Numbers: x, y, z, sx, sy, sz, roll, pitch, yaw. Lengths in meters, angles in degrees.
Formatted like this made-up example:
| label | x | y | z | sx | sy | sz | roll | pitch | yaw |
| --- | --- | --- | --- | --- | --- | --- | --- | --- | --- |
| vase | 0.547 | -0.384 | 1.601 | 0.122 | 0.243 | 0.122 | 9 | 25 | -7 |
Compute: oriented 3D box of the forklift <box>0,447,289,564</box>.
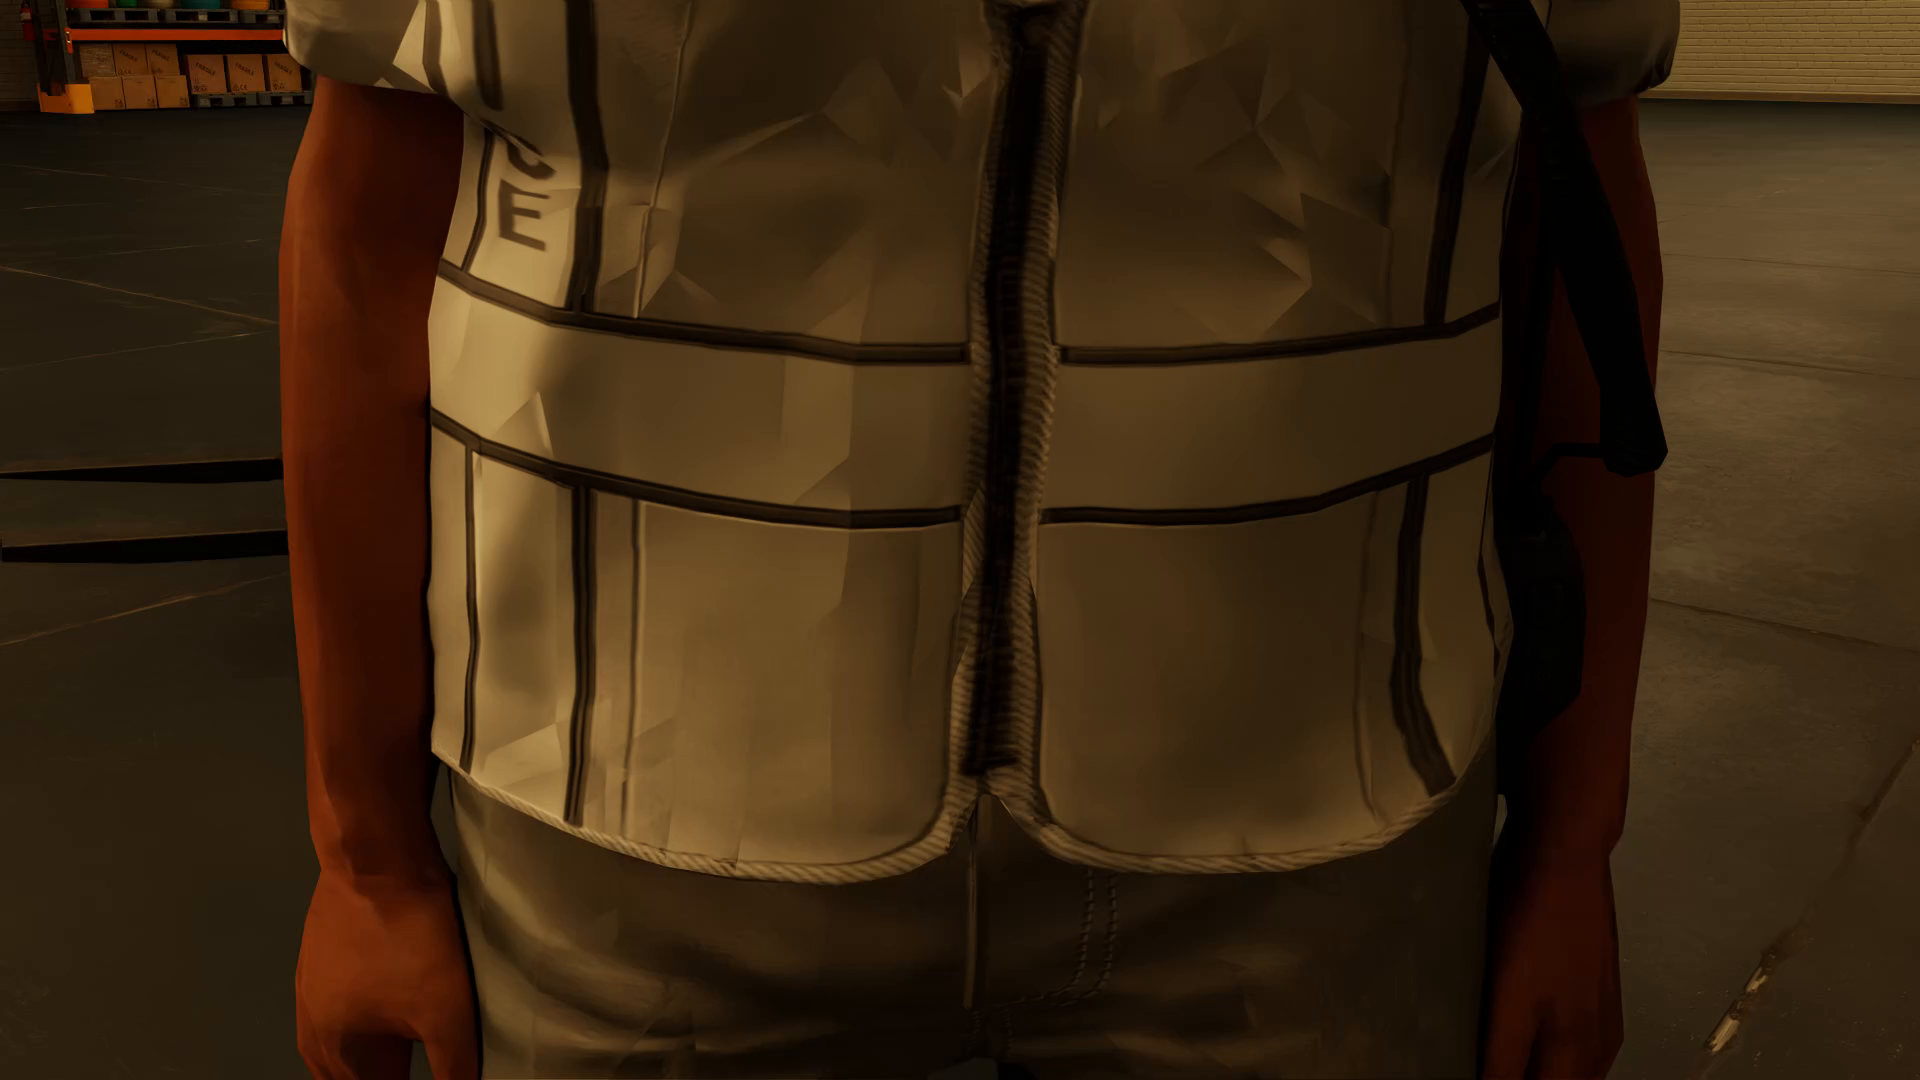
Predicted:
| label | x | y | z | sx | sy | sz | roll | pitch | yaw |
| --- | --- | --- | --- | --- | --- | --- | --- | --- | --- |
| forklift | -0.604 | -1.355 | 3.361 | 3.031 | 2.935 | 1.130 | -4 | 17 | -13 |
